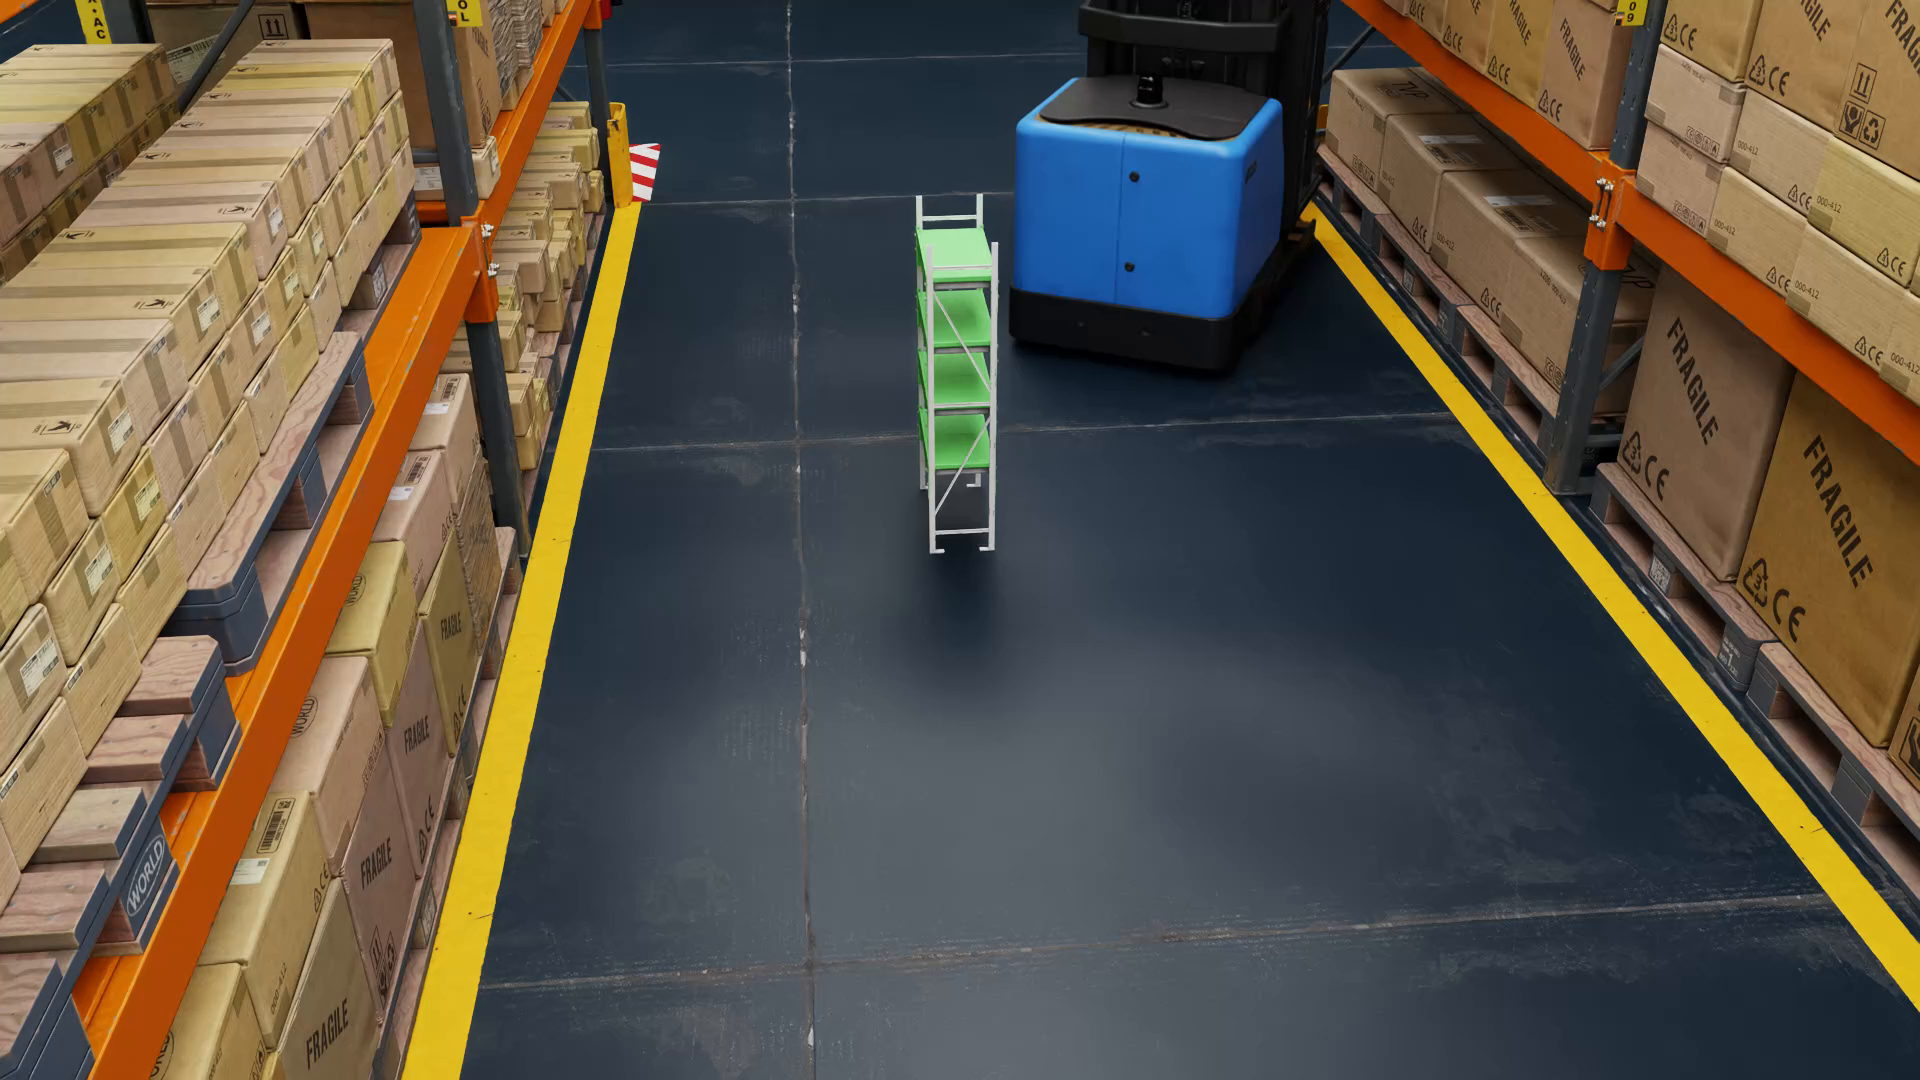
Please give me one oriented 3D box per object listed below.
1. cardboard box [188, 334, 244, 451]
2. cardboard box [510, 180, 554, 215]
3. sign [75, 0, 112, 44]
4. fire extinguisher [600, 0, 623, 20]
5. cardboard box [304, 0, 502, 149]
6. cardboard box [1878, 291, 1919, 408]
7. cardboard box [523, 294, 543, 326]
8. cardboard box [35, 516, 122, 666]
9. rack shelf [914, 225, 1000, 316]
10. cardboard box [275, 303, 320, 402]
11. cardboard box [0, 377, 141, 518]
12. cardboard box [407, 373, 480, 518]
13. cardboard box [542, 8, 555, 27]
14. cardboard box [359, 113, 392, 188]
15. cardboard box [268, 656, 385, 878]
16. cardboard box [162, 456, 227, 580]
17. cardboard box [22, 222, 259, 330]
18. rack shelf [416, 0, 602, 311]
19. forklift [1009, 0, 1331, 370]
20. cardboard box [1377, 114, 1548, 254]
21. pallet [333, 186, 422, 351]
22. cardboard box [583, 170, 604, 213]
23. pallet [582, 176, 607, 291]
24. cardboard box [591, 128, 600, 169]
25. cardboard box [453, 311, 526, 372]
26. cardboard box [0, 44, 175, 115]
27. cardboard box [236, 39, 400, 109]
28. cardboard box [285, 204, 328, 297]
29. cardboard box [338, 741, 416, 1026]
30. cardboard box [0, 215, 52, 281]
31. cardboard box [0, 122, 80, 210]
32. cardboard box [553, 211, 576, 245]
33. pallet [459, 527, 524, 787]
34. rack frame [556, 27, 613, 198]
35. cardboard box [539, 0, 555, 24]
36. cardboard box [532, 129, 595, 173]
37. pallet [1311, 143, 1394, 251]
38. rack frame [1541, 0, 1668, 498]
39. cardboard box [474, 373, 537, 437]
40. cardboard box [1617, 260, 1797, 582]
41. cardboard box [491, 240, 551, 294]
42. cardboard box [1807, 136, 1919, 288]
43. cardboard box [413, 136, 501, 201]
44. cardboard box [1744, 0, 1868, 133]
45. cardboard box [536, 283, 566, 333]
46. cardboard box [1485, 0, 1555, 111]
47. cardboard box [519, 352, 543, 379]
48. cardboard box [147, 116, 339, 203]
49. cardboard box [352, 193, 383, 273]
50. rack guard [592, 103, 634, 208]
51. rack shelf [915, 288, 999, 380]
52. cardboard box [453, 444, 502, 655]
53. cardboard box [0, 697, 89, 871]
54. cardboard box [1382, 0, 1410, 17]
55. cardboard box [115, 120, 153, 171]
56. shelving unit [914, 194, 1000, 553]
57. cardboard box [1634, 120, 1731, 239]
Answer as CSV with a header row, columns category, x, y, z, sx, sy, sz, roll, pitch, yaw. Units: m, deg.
category,x,y,z,sx,sy,sz,roll,pitch,yaw
cardboard box,-1.689,-0.293,3.360,0.380,0.149,0.250,-3,31,-5
cardboard box,-2.095,-1.550,7.710,0.380,0.149,0.250,-4,31,-6
sign,-2.635,-1.563,5.097,0.100,0.325,0.005,-3,31,-5
fire extinguisher,-2.033,-3.221,9.156,0.296,0.674,0.183,-3,31,-5
cardboard box,-1.891,-1.656,5.711,0.500,0.500,0.500,-3,31,-5
cardboard box,2.721,-0.426,4.184,0.500,0.250,0.500,-3,31,-5
cardboard box,-2.007,-1.032,7.134,0.380,0.149,0.250,-1,31,-2
cardboard box,-1.623,0.090,2.719,0.380,0.149,0.250,-4,31,-6
rack shelf,-0.015,-0.957,5.870,0.258,0.148,0.480,-3,31,-5
cardboard box,-1.737,-0.435,3.889,0.380,0.149,0.250,-1,31,-2
cardboard box,-1.643,-0.150,2.831,0.380,0.149,0.250,-4,31,-7
cardboard box,-1.774,-0.282,5.094,0.500,0.250,0.500,-4,31,-6
cardboard box,-2.091,-2.481,7.724,0.380,0.149,0.250,-4,31,-7
cardboard box,-1.836,-1.093,4.700,0.380,0.149,0.250,-3,31,-4
cardboard box,-1.626,0.516,3.757,0.500,0.250,0.500,-3,31,-4
cardboard box,-1.667,-0.038,3.223,0.380,0.149,0.250,-2,31,-3
cardboard box,-1.716,-0.550,3.501,0.380,0.149,0.250,-3,31,-5
rack shelf,-2.283,-1.933,7.263,1.077,0.370,4.000,-3,31,-5
forklift,1.238,-2.756,8.006,1.130,2.935,3.031,11,33,18
cardboard box,2.705,-1.833,8.483,0.875,0.438,0.875,-2,31,-3
pallet,-2.169,-0.741,4.753,1.003,0.211,1.213,-3,31,-5
cardboard box,-2.088,-1.834,8.766,0.380,0.149,0.250,-2,31,-3
pallet,-2.422,-1.611,8.741,1.003,0.211,1.213,-3,31,-5
cardboard box,-2.136,-2.091,8.907,0.380,0.149,0.250,-4,31,-6
cardboard box,-1.888,-0.762,6.391,0.380,0.149,0.250,-1,31,-2
cardboard box,-2.517,-1.326,4.799,0.380,0.149,0.250,-1,31,-2
cardboard box,-1.864,-1.353,4.846,0.380,0.149,0.250,-1,31,-2
cardboard box,-1.763,-0.694,4.032,0.380,0.149,0.250,-4,31,-7
cardboard box,-1.637,0.822,3.976,0.500,0.500,0.500,-4,31,-6
cardboard box,-2.414,-0.664,3.981,0.380,0.149,0.250,-2,31,-3
cardboard box,-2.442,-0.925,4.129,0.380,0.149,0.250,-3,31,-5
cardboard box,-2.019,-1.431,7.801,0.380,0.149,0.250,-1,31,-2
pallet,-2.022,0.374,5.419,1.003,0.211,1.213,-3,31,-5
rack frame,-2.469,-3.263,8.788,1.000,3.000,0.127,-3,31,-5
cardboard box,-2.035,-2.440,7.022,0.500,0.500,0.500,-1,31,-2
cardboard box,-2.051,-1.960,8.396,0.380,0.149,0.250,-3,31,-6
pallet,2.602,-1.950,9.309,1.003,0.211,1.213,-3,31,-5
rack frame,2.823,-1.510,5.852,1.000,3.000,0.127,-3,31,-5
cardboard box,-1.811,-0.505,6.252,0.380,0.149,0.250,-1,31,-2
cardboard box,2.961,-0.465,5.766,0.875,0.875,0.875,-2,31,-3
cardboard box,-1.951,-1.155,7.048,0.380,0.149,0.250,-2,31,-4
cardboard box,2.681,-0.898,4.487,0.500,0.250,0.500,-2,31,-4
cardboard box,-1.796,-1.273,5.702,0.380,0.149,0.250,-2,31,-3
cardboard box,2.653,-1.485,4.739,0.500,0.500,0.500,-3,31,-5
cardboard box,-1.972,-1.039,7.435,0.380,0.149,0.250,-4,31,-6
cardboard box,2.472,-2.040,6.642,0.500,0.500,0.500,-3,31,-6
cardboard box,-1.910,-0.639,6.765,0.380,0.149,0.250,-3,31,-5
cardboard box,-1.791,-0.950,4.171,0.380,0.149,0.250,-3,31,-5
cardboard box,-1.815,-0.840,4.567,0.380,0.149,0.250,-3,31,-5
rack guard,-2.462,-2.151,9.364,1.175,0.500,0.348,-3,31,-5
rack shelf,-0.015,-0.751,5.994,0.258,0.148,0.480,-3,31,-5
cardboard box,-1.776,0.038,5.290,0.500,0.500,0.500,-3,31,-6
cardboard box,-1.588,0.374,2.535,0.380,0.149,0.250,-1,31,-2
cardboard box,2.313,-2.819,7.946,0.500,0.500,0.500,-3,31,-5
cardboard box,-2.491,-1.066,4.654,0.380,0.149,0.250,-3,31,-6
shelving unit,-0.015,-0.600,6.084,0.258,1.200,0.503,-3,31,-5
cardboard box,2.601,-1.208,5.494,0.500,0.250,0.500,-3,31,-6
